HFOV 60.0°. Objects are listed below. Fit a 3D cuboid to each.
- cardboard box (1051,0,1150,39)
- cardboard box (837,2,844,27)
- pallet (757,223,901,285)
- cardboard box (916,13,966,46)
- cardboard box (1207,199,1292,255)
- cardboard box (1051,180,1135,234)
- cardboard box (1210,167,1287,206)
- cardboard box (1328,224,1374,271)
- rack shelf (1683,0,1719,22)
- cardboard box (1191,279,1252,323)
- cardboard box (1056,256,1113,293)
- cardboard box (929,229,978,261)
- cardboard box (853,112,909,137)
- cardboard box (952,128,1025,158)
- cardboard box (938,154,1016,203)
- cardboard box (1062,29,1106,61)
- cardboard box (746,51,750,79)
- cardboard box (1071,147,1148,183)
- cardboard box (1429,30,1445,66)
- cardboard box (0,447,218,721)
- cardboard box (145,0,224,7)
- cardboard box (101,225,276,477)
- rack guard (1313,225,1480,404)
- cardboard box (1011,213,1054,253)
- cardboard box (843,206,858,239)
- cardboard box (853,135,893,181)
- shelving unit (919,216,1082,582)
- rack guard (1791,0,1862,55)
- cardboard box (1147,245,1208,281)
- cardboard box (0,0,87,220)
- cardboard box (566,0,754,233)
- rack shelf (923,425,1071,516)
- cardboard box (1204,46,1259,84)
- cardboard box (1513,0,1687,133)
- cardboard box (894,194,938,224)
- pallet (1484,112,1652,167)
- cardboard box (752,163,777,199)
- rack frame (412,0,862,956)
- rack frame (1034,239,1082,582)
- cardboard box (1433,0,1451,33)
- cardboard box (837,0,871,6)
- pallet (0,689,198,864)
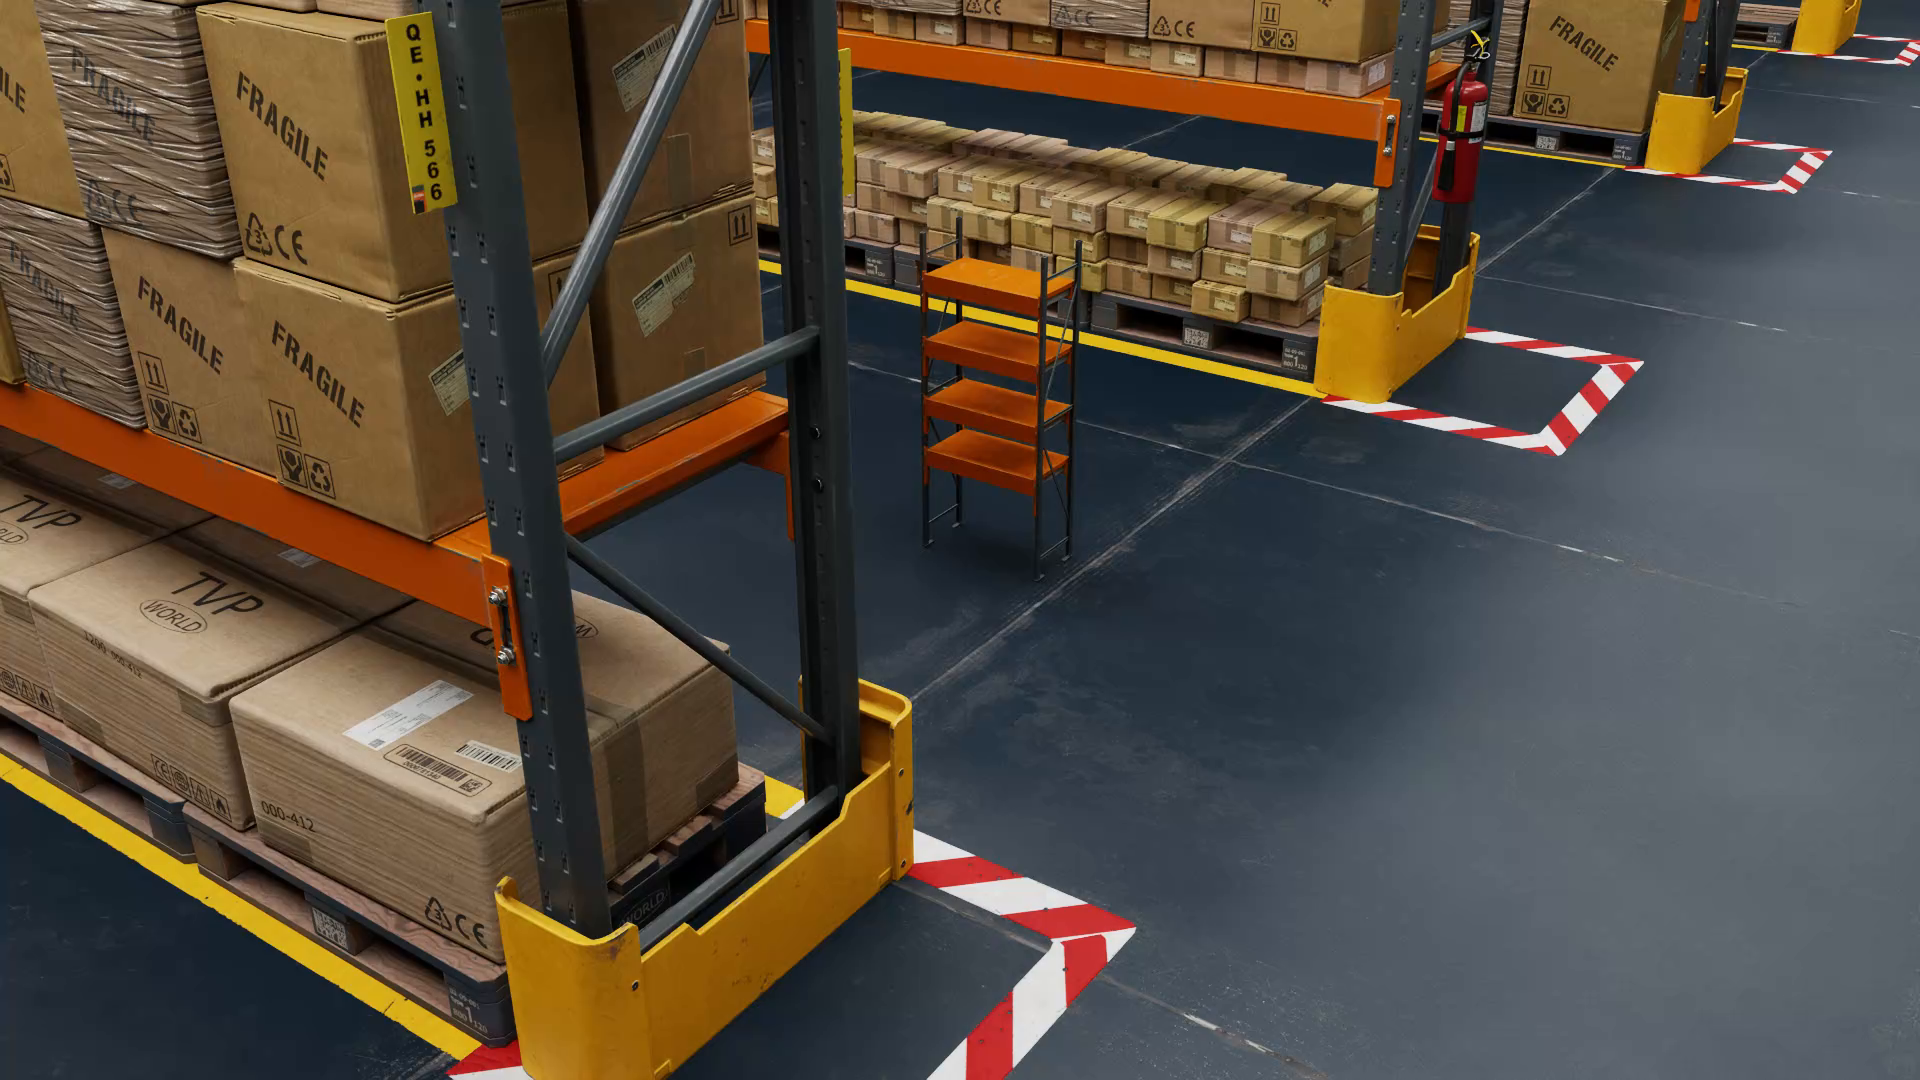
[{"bbox_3d":[0.767,-2.634,7.681,0.500,0.500,0.500,17,32,30],"label":"cardboard box"},{"bbox_3d":[-0.617,-2.810,8.741,0.250,0.149,0.380,16,31,28],"label":"cardboard box"},{"bbox_3d":[-0.596,-1.802,9.559,1.213,0.211,1.003,17,32,30],"label":"pallet"},{"bbox_3d":[-0.008,-2.577,8.284,0.250,0.149,0.380,19,33,32],"label":"cardboard box"},{"bbox_3d":[1.373,-1.486,7.887,0.250,0.149,0.380,18,32,31],"label":"cardboard box"},{"bbox_3d":[0.657,-1.643,8.196,0.250,0.149,0.380,19,32,32],"label":"cardboard box"},{"bbox_3d":[1.458,-1.759,8.423,0.250,0.149,0.380,17,32,30],"label":"cardboard box"},{"bbox_3d":[1.841,-1.457,8.158,0.250,0.149,0.380,19,32,32],"label":"cardboard box"},{"bbox_3d":[3.371,-4.199,11.986,4.000,0.370,1.077,17,32,30],"label":"rack shelf"},{"bbox_3d":[1.306,-1.179,7.940,0.250,0.149,0.380,18,32,32],"label":"cardboard box"},{"bbox_3d":[0.681,-1.380,8.334,0.250,0.149,0.380,16,31,28],"label":"cardboard box"},{"bbox_3d":[0.041,-1.589,8.746,0.250,0.149,0.380,16,31,29],"label":"cardboard box"},{"bbox_3d":[-0.496,-2.341,9.568,0.250,0.149,0.380,18,32,31],"label":"cardboard box"},{"bbox_3d":[0.159,-2.149,9.190,0.250,0.149,0.380,16,31,28],"label":"cardboard box"},{"bbox_3d":[0.090,-1.887,8.676,0.250,0.149,0.380,16,31,28],"label":"cardboard box"},{"bbox_3d":[0.687,-2.407,7.949,0.250,0.149,0.380,16,31,28],"label":"cardboard box"},{"bbox_3d":[-1.629,-2.900,10.108,0.500,0.250,0.500,16,31,28],"label":"cardboard box"},{"bbox_3d":[0.792,-1.951,8.801,0.250,0.149,0.380,18,32,31],"label":"cardboard box"},{"bbox_3d":[2.046,-2.271,7.682,0.250,0.149,0.380,17,32,30],"label":"cardboard box"},{"bbox_3d":[-2.694,0.058,5.191,0.875,0.438,0.875,16,31,29],"label":"cardboard box"},{"bbox_3d":[-1.484,-1.188,3.350,0.250,0.149,0.380,17,32,30],"label":"cardboard box"},{"bbox_3d":[-1.544,-0.505,3.824,0.500,0.500,0.500,17,31,29],"label":"cardboard box"},{"bbox_3d":[2.065,-1.083,7.826,0.348,0.500,1.175,17,32,30],"label":"rack guard"},{"bbox_3d":[0.467,-1.589,8.417,0.250,0.149,0.380,19,33,33],"label":"cardboard box"},{"bbox_3d":[-0.598,-1.795,9.149,0.250,0.149,0.380,17,32,30],"label":"cardboard box"},{"bbox_3d":[-0.573,-2.081,9.056,0.250,0.149,0.380,17,31,30],"label":"cardboard box"},{"bbox_3d":[0.136,-0.492,5.894,0.503,1.200,0.258,17,32,30],"label":"shelving unit"},{"bbox_3d":[7.851,-4.742,15.017,0.348,0.500,1.175,17,32,30],"label":"rack guard"},{"bbox_3d":[1.102,-1.388,8.022,0.250,0.149,0.380,16,31,28],"label":"cardboard box"},{"bbox_3d":[-1.977,-1.077,3.846,0.500,0.500,0.500,17,32,30],"label":"cardboard box"},{"bbox_3d":[-0.826,-1.021,3.736,0.500,0.500,0.500,17,31,29],"label":"cardboard box"},{"bbox_3d":[0.136,-0.255,6.015,0.480,0.148,0.258,17,32,30],"label":"rack shelf"},{"bbox_3d":[1.300,-2.180,7.503,0.250,0.149,0.380,17,32,30],"label":"cardboard box"},{"bbox_3d":[4.446,-3.380,11.464,0.875,0.875,0.875,17,32,30],"label":"cardboard box"},{"bbox_3d":[-0.137,-1.810,8.853,0.250,0.149,0.380,19,33,33],"label":"cardboard box"},{"bbox_3d":[4.316,-2.939,11.792,1.213,0.211,1.003,17,32,30],"label":"pallet"},{"bbox_3d":[-1.052,-2.041,9.305,0.250,0.149,0.380,19,33,33],"label":"cardboard box"},{"bbox_3d":[-0.592,-0.301,3.533,0.127,3.000,1.000,17,32,30],"label":"rack frame"},{"bbox_3d":[0.338,-0.430,5.771,0.015,1.200,0.240,17,32,30],"label":"rack frame"},{"bbox_3d":[1.914,-2.573,7.560,0.500,0.500,0.500,19,33,33],"label":"cardboard box"},{"bbox_3d":[-0.492,-3.036,8.470,0.500,0.500,0.500,17,32,30],"label":"cardboard box"},{"bbox_3d":[-2.296,0.453,5.128,1.213,0.211,1.003,17,32,30],"label":"pallet"}]
